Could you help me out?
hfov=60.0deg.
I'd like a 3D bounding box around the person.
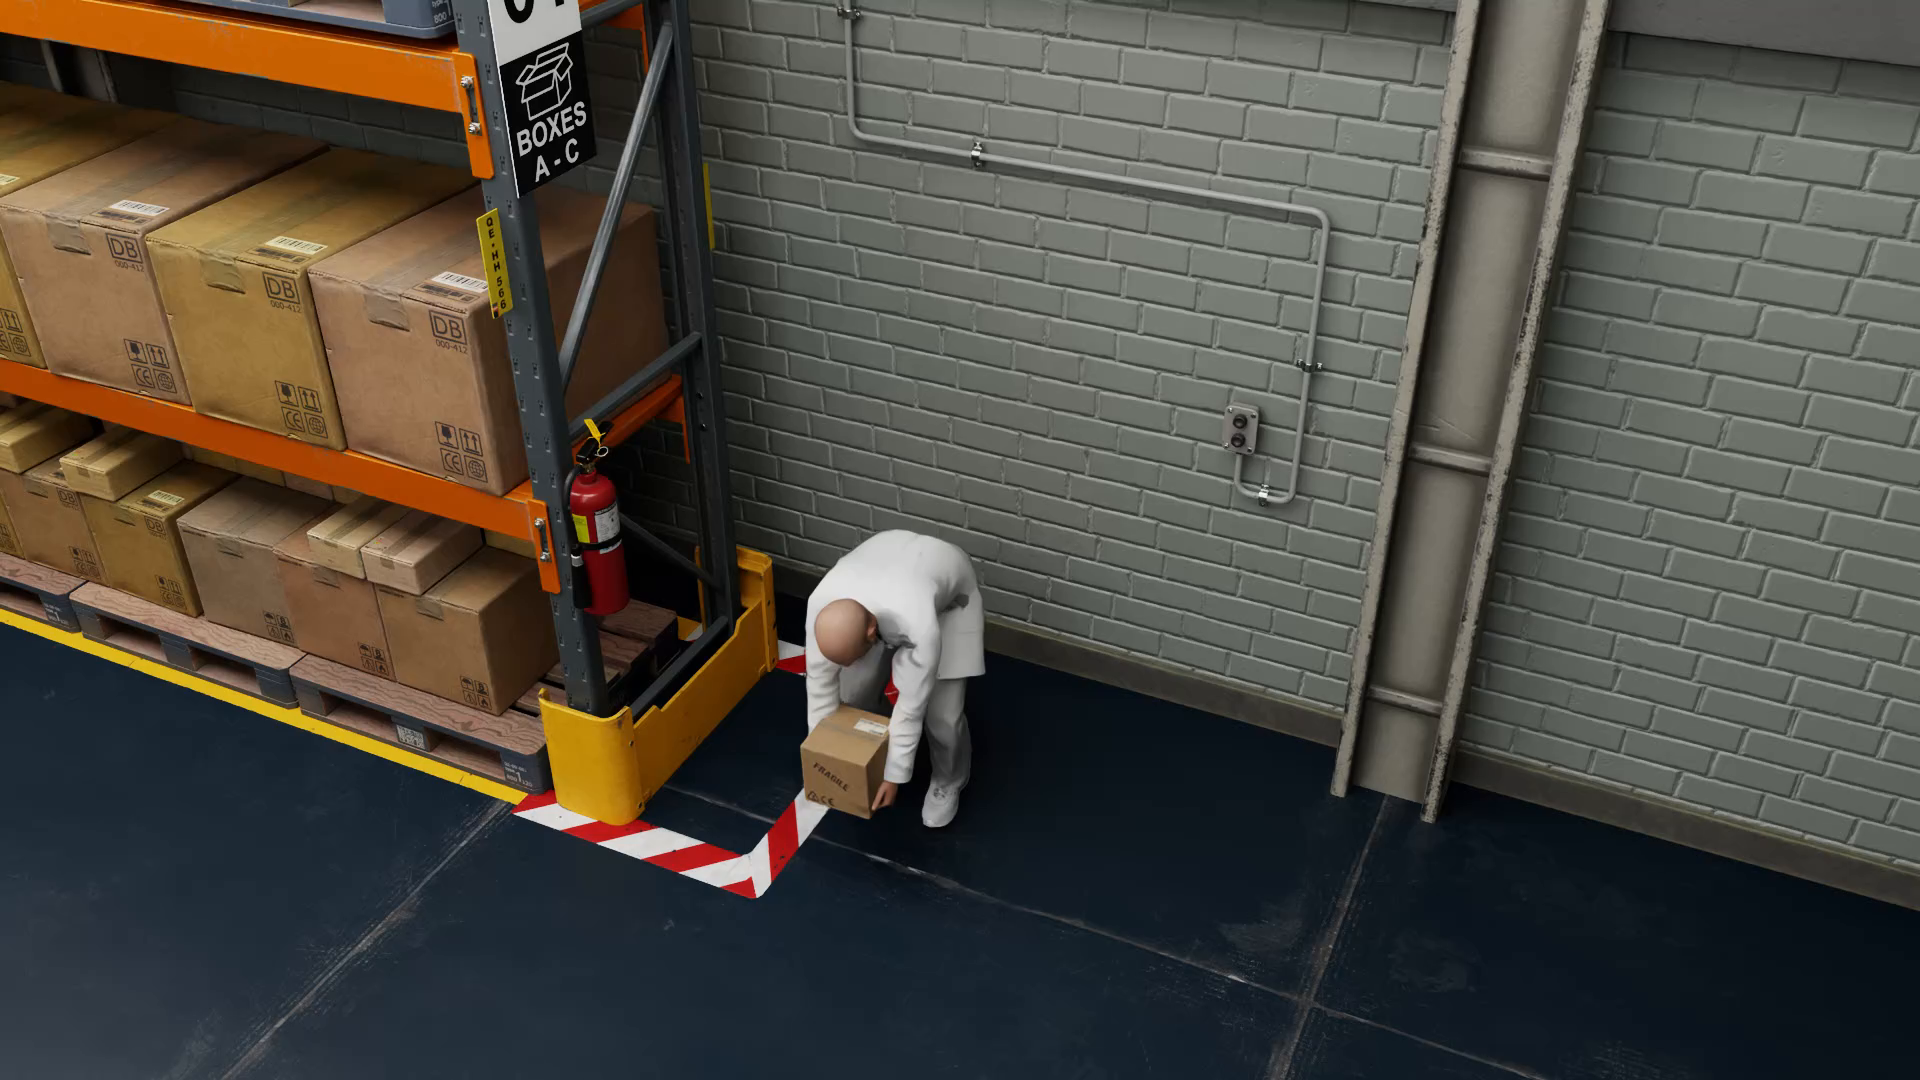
[{"bbox_3d":[-0.244,0.532,5.842,0.572,1.231,0.923,13,35,19],"label":"person"}]
